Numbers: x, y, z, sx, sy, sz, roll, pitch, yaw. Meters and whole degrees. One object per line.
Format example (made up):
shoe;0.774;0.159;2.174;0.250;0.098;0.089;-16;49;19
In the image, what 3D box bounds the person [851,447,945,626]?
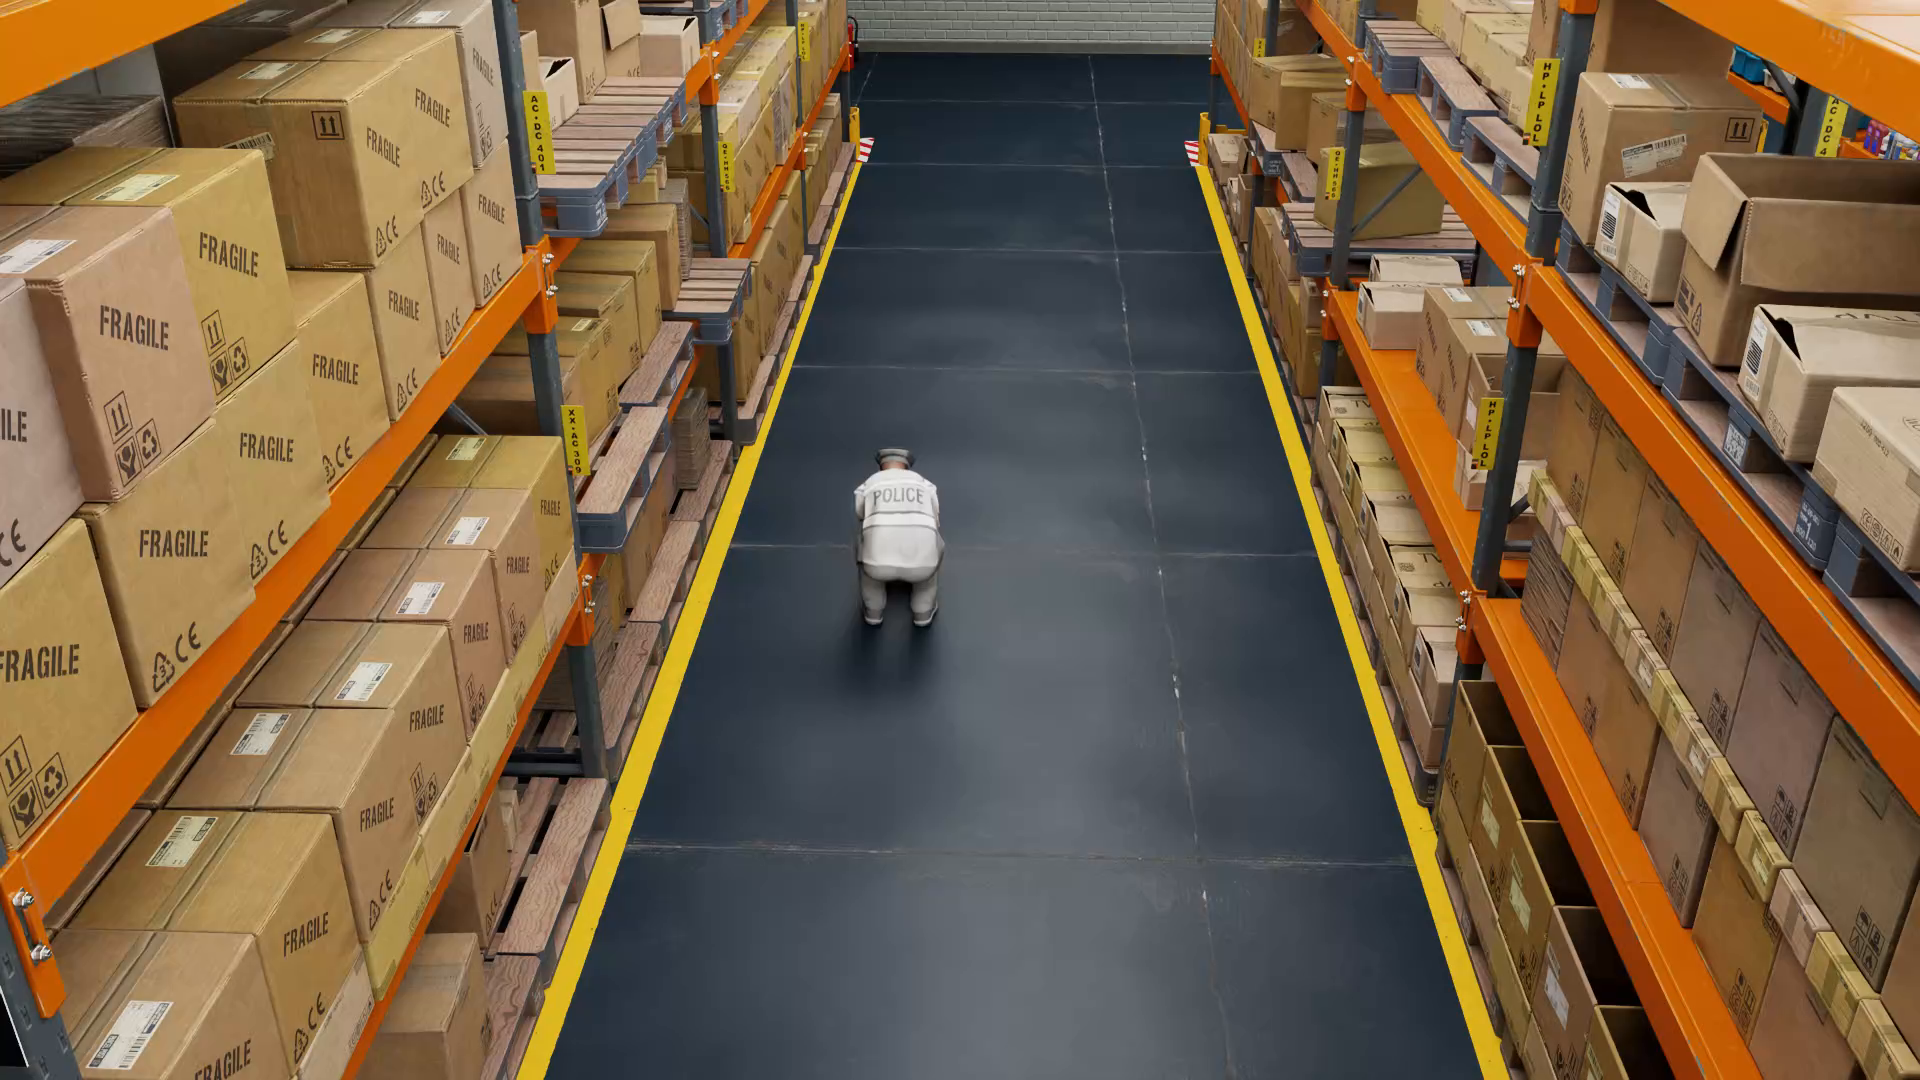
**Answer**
person;-0.357;-0.076;9.617;0.544;0.952;1.023;0;28;-1
